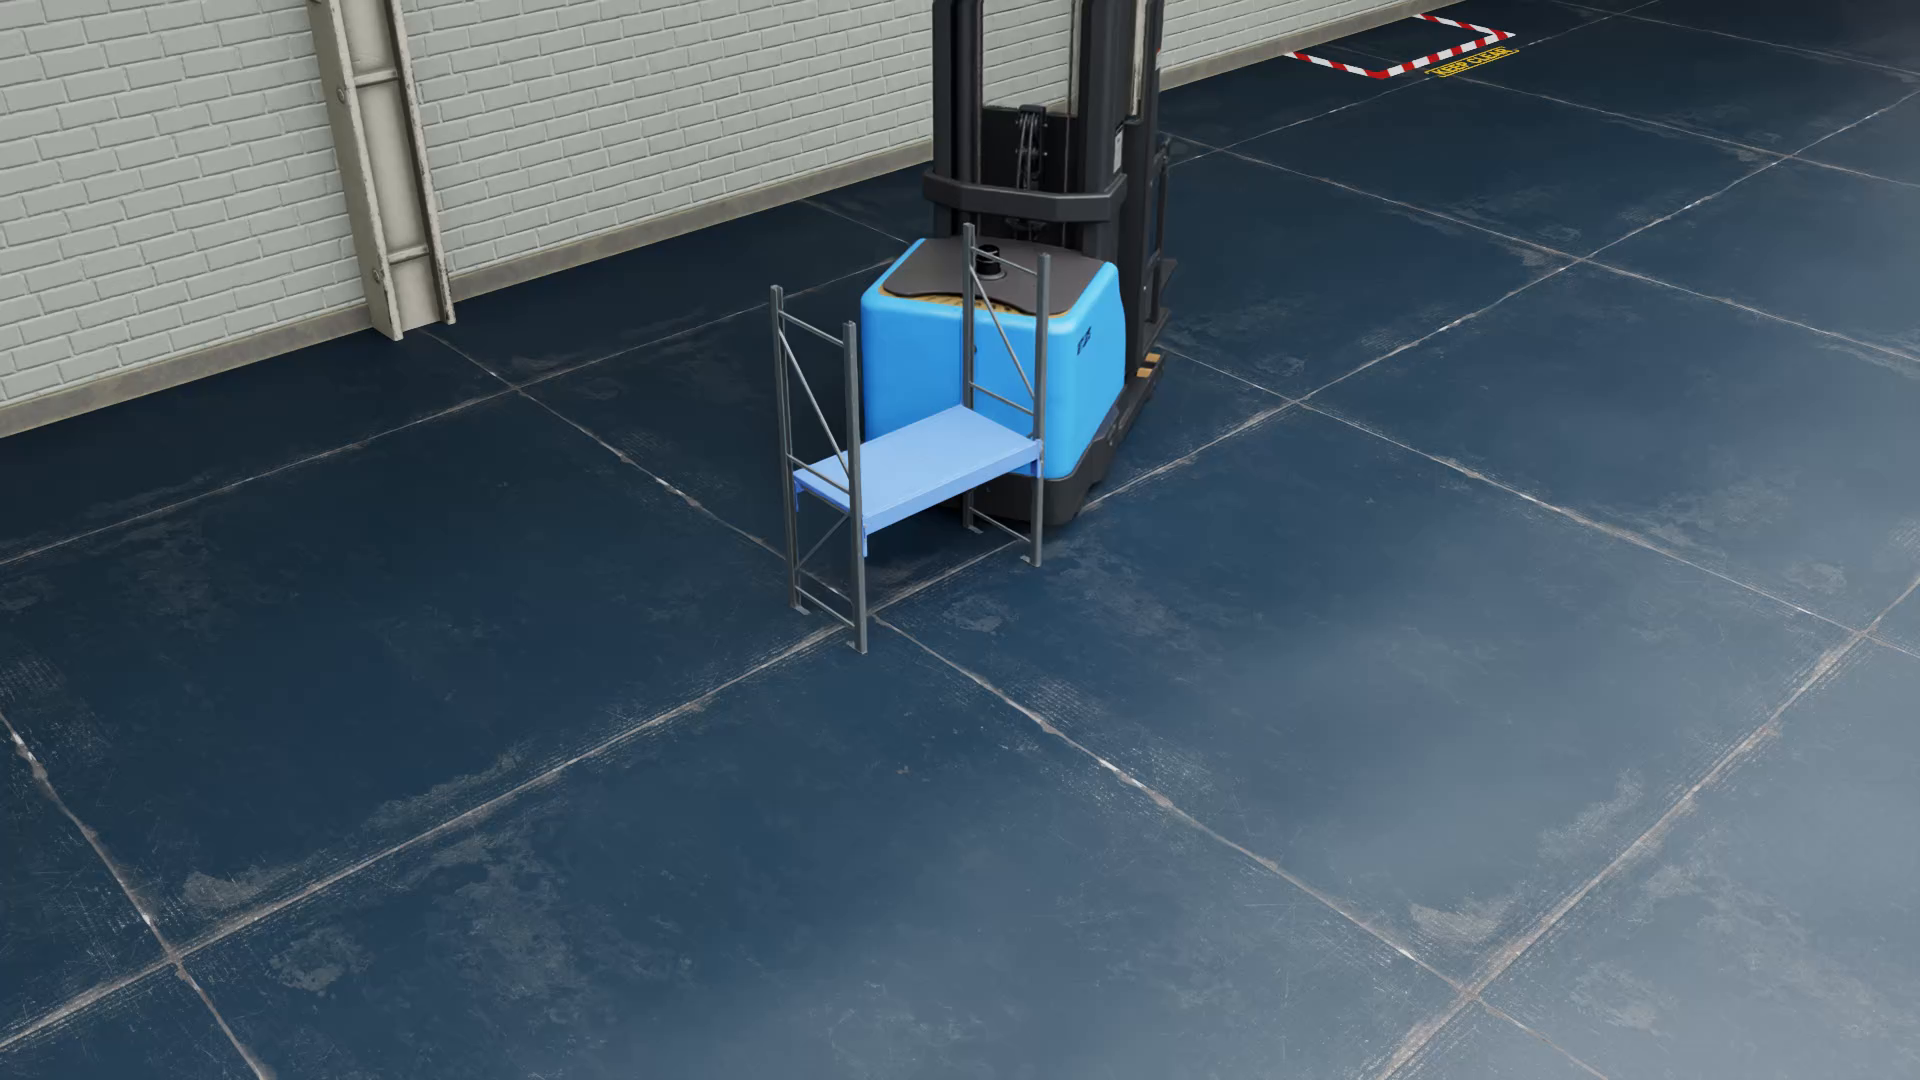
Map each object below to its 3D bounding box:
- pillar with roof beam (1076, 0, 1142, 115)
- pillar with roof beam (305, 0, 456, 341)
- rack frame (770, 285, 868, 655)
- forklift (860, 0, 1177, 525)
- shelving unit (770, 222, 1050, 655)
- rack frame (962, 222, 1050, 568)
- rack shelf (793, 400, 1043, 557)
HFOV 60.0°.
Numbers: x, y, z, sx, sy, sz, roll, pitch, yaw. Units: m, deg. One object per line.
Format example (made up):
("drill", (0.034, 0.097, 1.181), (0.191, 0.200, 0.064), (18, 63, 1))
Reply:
("pillar with roof beam", (4.092, -5.602, 8.286), (0.400, 9.000, 9.100), (-26, 40, -35))
("pillar with roof beam", (-0.308, -3.474, 4.806), (0.400, 9.000, 9.100), (-26, 40, -35))
("rack frame", (-0.566, -0.258, 6.734), (0.032, 1.500, 0.500), (-25, 39, -35))
("forklift", (0.498, -2.079, 8.340), (1.130, 2.935, 3.031), (10, 33, 16))
("shelving unit", (-0.188, -0.435, 7.024), (1.048, 1.500, 0.538), (-25, 39, -35))
("rack frame", (0.190, -0.613, 7.314), (0.032, 1.500, 0.500), (-25, 39, -35))
("rack shelf", (-0.188, -0.282, 7.118), (1.000, 0.185, 0.538), (-25, 39, -35))
